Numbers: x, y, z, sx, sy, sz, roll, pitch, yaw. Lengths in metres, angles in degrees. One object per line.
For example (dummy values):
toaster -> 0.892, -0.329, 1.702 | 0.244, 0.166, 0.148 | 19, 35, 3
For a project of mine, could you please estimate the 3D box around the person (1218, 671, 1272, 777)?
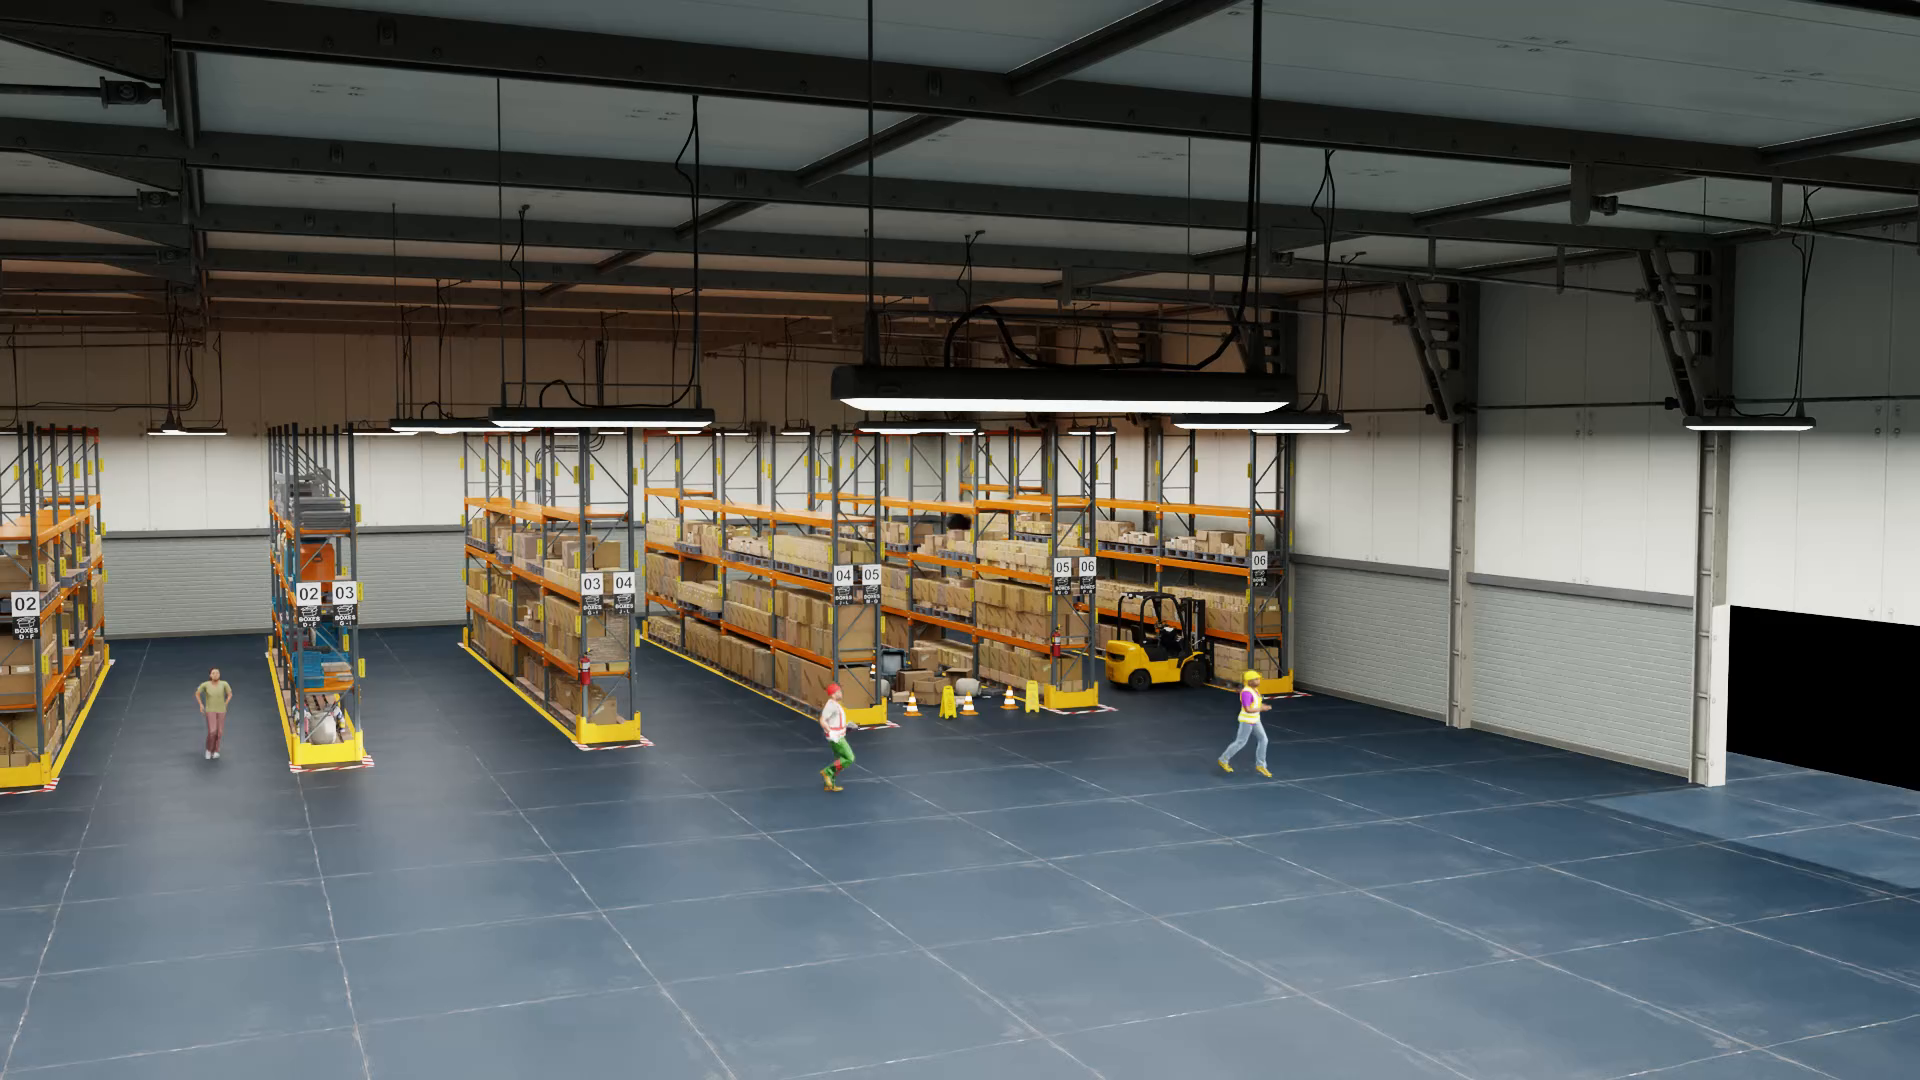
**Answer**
person -> 4.867, 3.114, 28.254 | 0.911, 1.812, 0.709 | 2, 4, 28

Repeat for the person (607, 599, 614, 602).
person -> -9.938, 2.049, 47.749 | 0.581, 1.508, 0.607 | 1, 4, 13

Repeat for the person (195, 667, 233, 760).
person -> -13.254, 3.079, 29.623 | 0.581, 1.647, 0.623 | -3, 4, -37

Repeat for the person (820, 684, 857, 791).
person -> -1.959, 3.199, 26.944 | 0.576, 1.740, 0.651 | 0, 3, 1
